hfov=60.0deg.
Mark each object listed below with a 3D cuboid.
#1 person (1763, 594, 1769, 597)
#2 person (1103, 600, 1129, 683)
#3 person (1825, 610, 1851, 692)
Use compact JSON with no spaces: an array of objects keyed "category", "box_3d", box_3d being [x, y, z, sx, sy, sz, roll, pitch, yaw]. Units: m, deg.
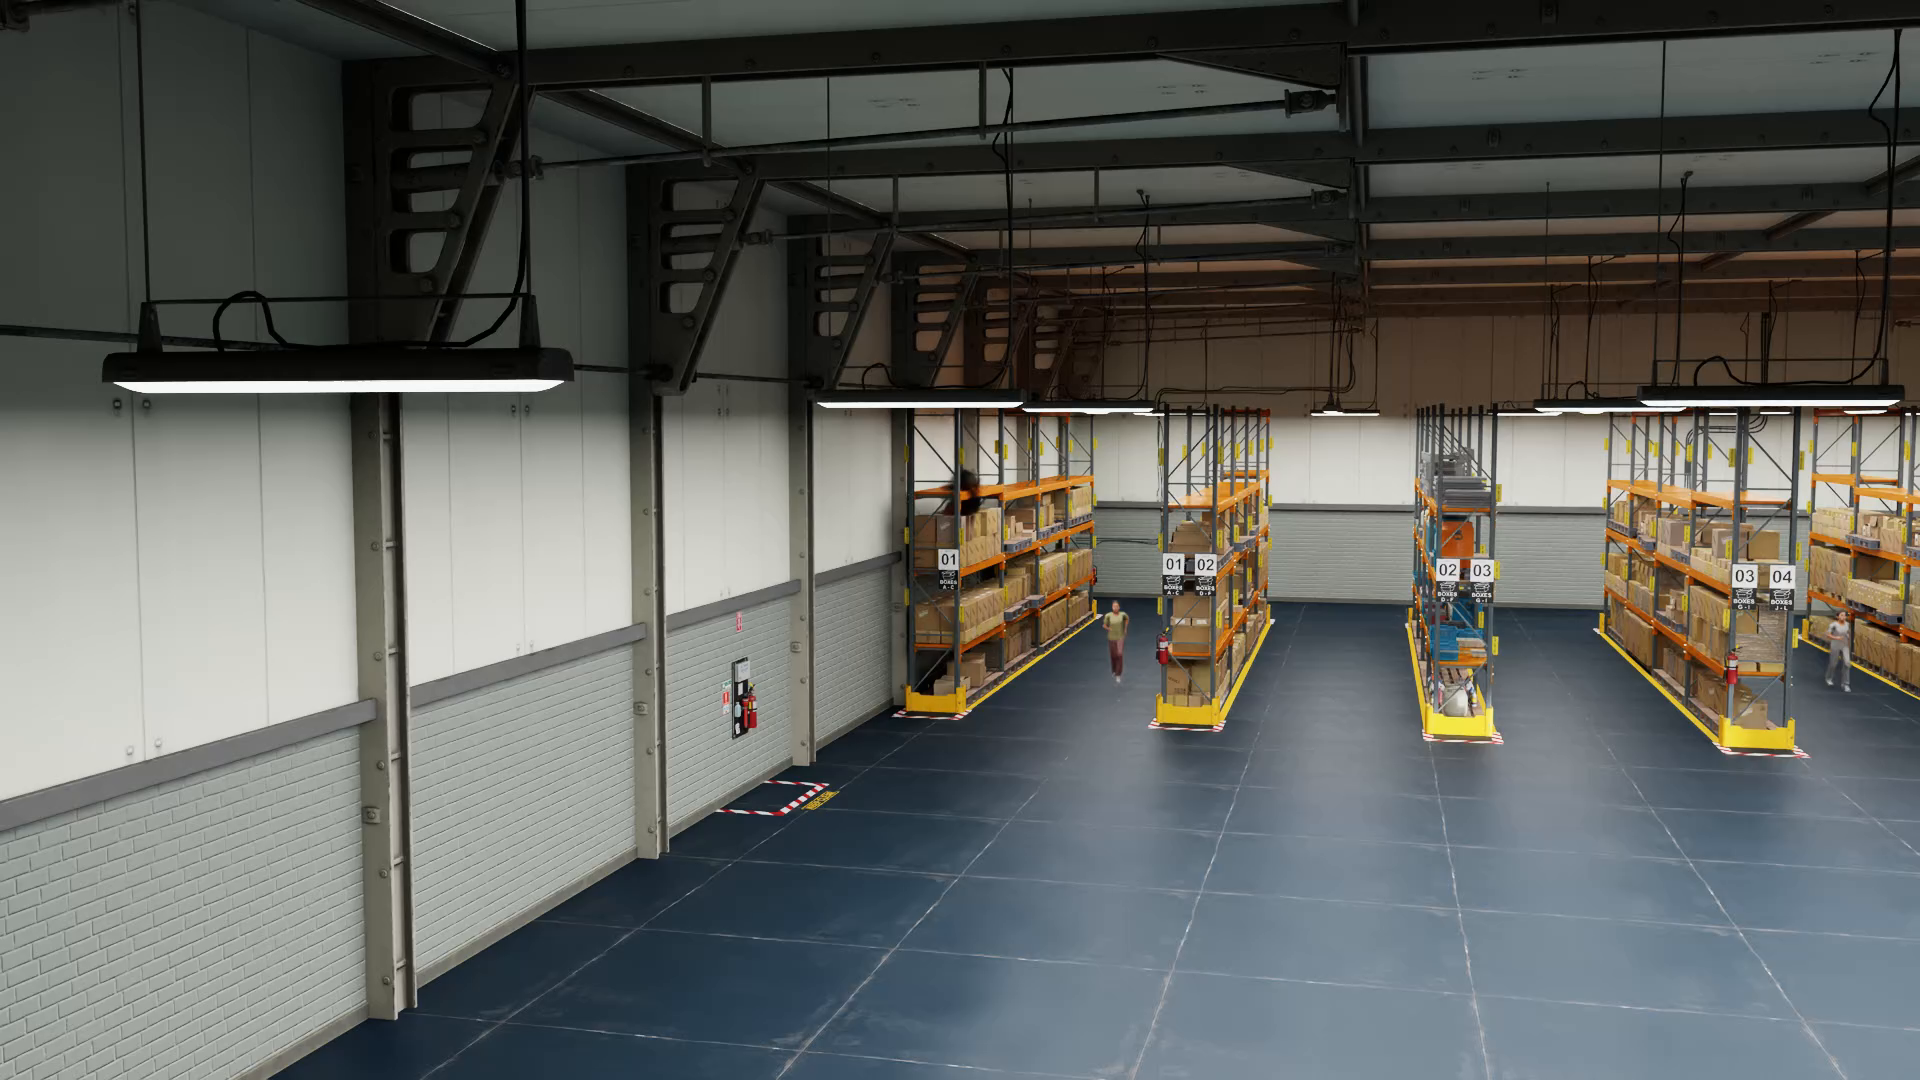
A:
[{"category":"person","box_3d":[20.496,1.816,42.352,0.637,1.651,0.836,1,4,16]},{"category":"person","box_3d":[3.269,2.103,34.981,0.529,1.691,0.866,1,4,11]},{"category":"person","box_3d":[18.634,2.322,35.291,0.523,1.709,0.846,1,4,8]}]
